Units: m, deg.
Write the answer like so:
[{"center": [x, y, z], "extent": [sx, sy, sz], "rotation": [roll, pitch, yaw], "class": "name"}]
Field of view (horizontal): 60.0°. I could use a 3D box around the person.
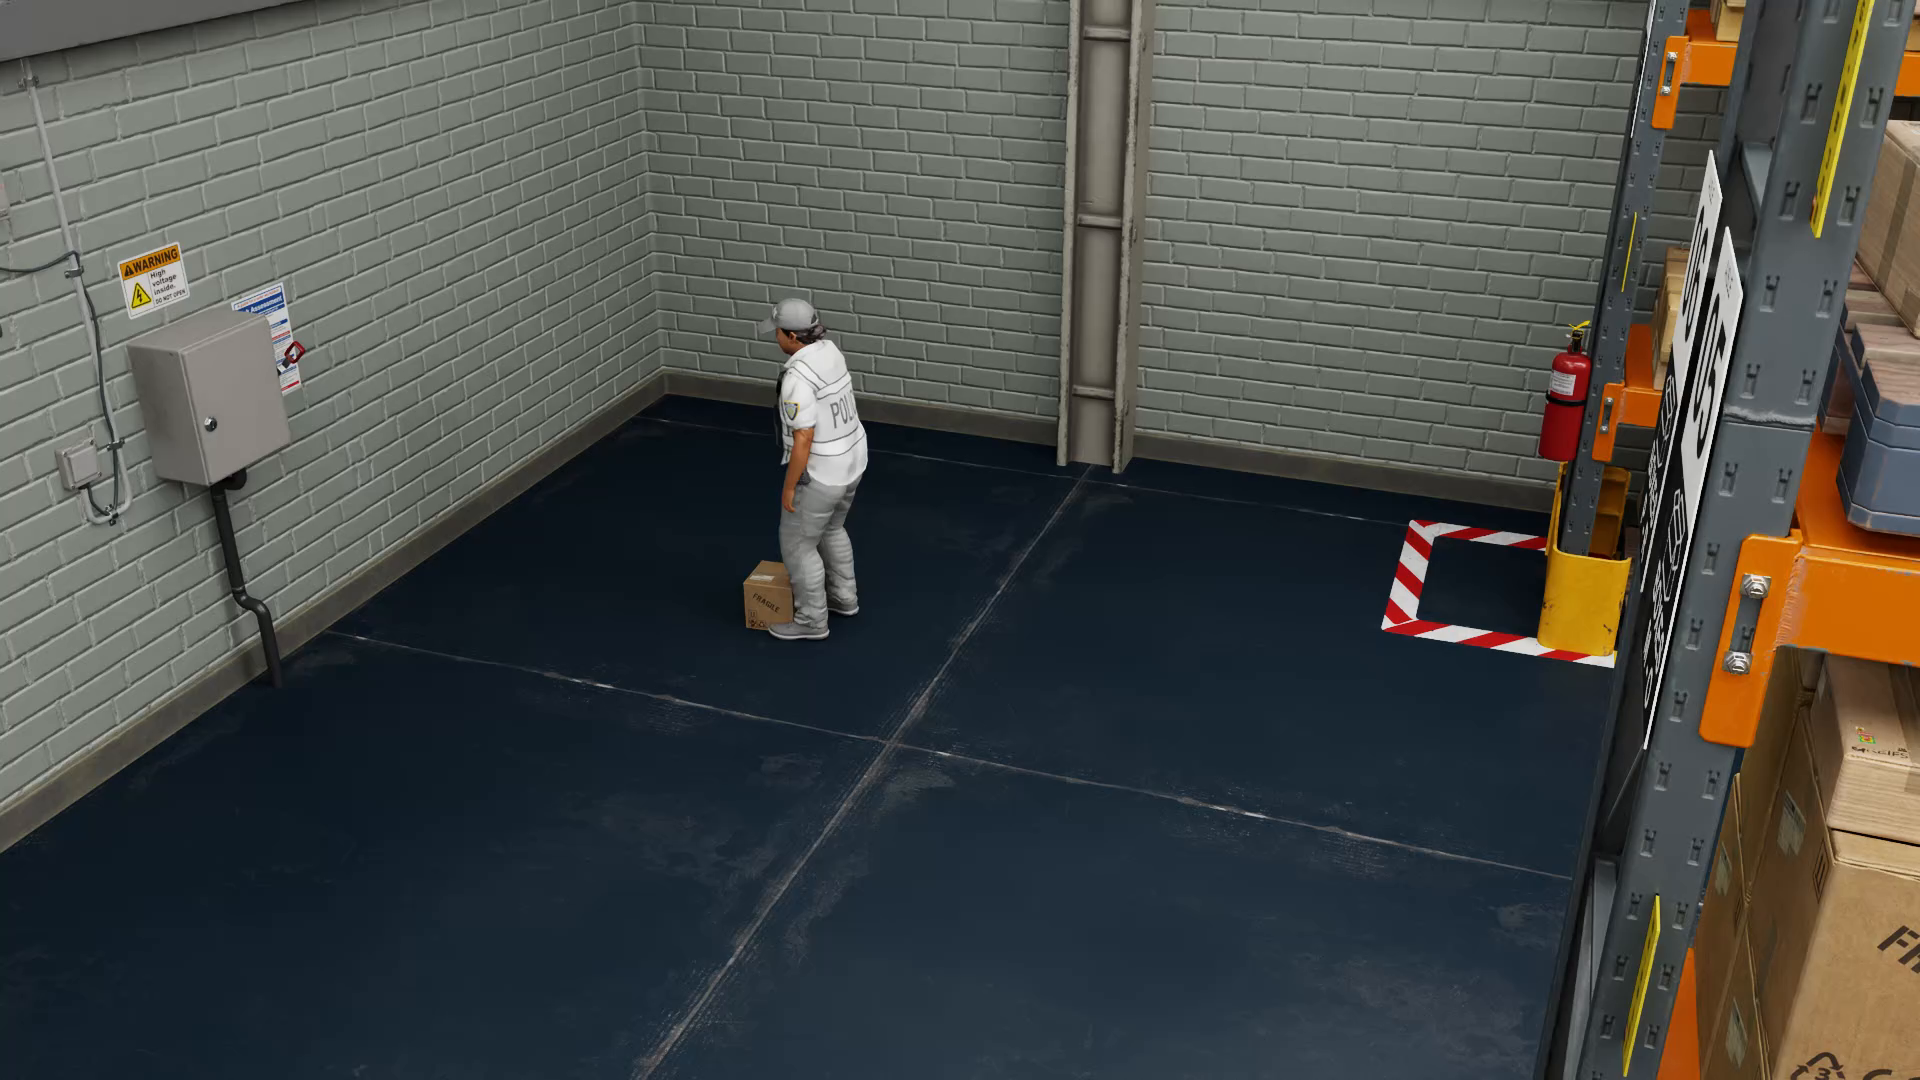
[{"center": [-0.683, -0.328, 7.779], "extent": [0.465, 1.666, 0.538], "rotation": [9, 27, 18], "class": "person"}]
